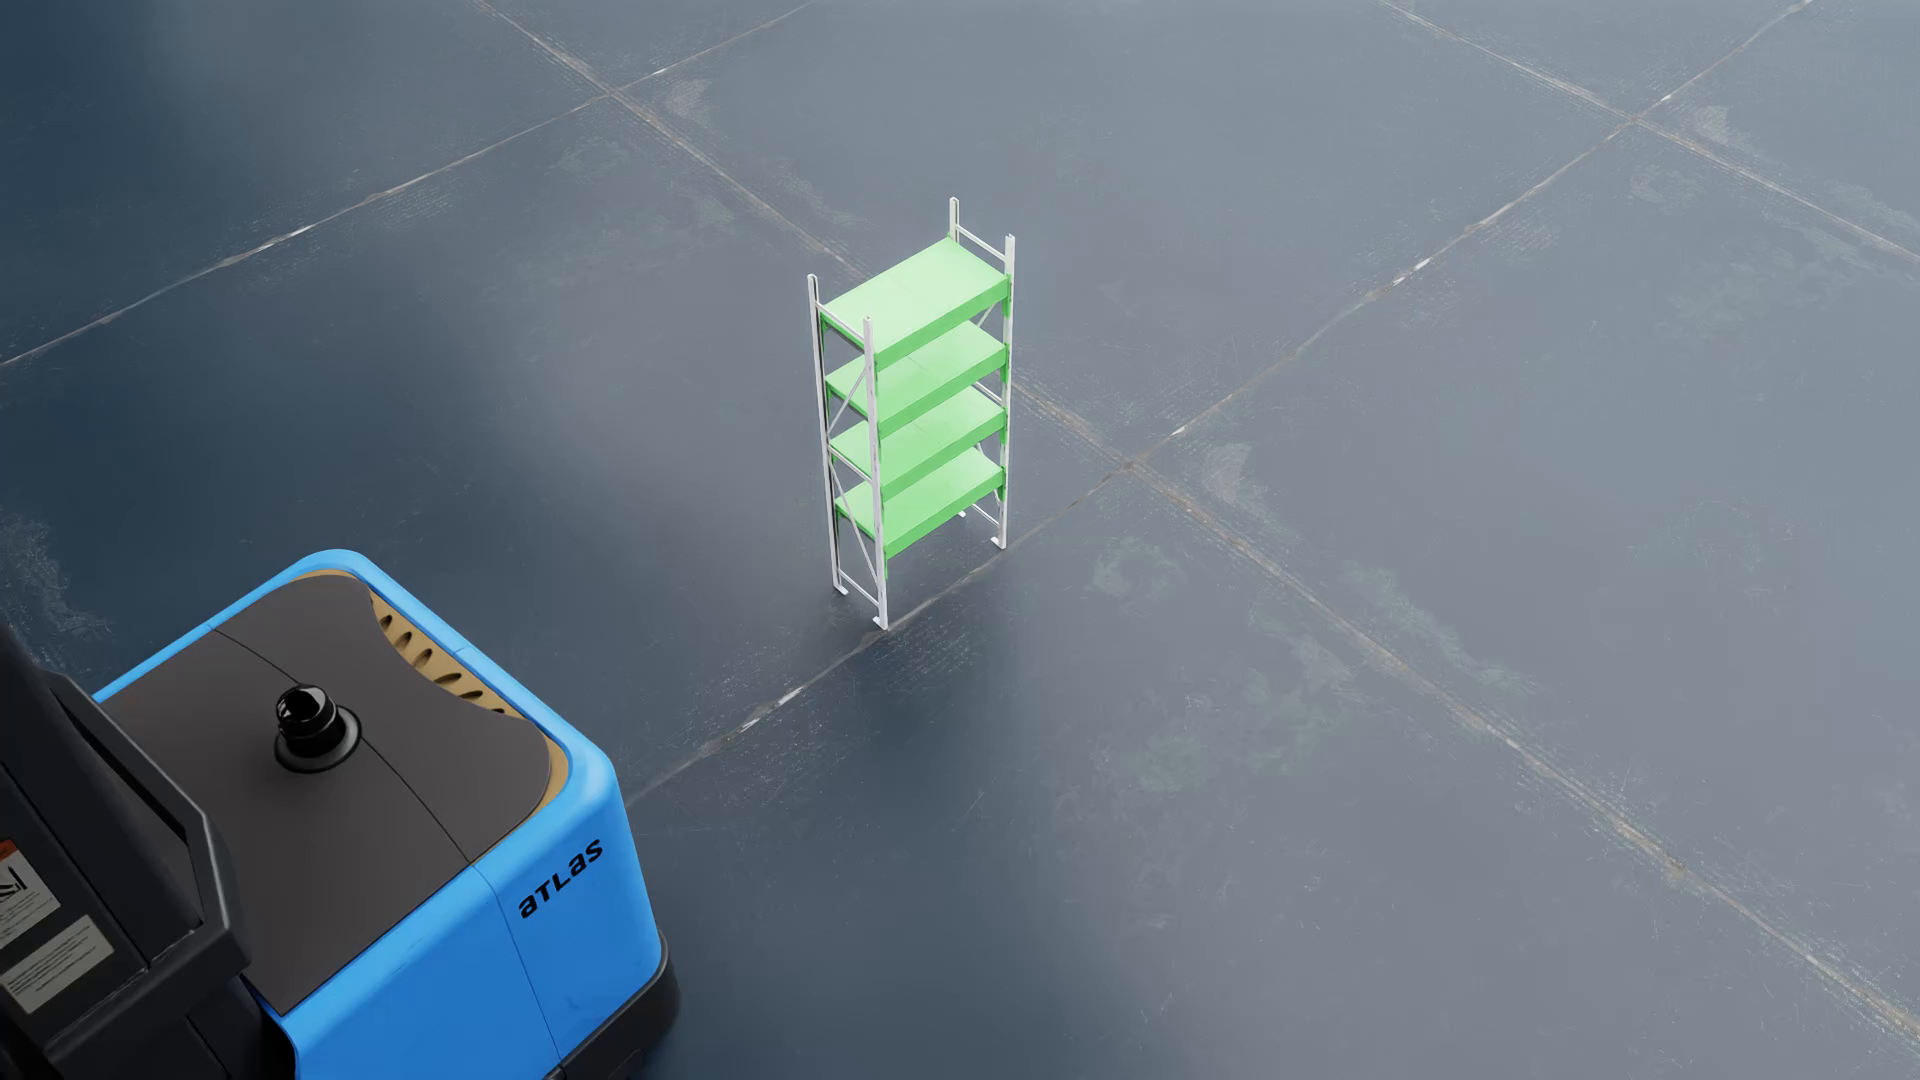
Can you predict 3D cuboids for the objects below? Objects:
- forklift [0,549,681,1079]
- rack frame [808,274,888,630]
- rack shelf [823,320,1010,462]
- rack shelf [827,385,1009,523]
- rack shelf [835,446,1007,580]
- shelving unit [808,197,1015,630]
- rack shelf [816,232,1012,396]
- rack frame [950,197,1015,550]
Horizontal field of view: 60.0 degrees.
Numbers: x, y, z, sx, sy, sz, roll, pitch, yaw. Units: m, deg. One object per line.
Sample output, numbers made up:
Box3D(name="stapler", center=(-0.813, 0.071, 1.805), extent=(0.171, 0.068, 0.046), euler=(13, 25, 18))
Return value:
Box3D(name="forklift", center=(-2.035, 0.778, 2.538), extent=(1.130, 2.935, 3.031), euler=(33, 55, 26))
Box3D(name="rack frame", center=(-0.303, -0.204, 4.622), extent=(0.015, 1.200, 0.240), euler=(-34, 56, -27))
Box3D(name="rack shelf", center=(-0.122, -0.444, 4.604), extent=(0.480, 0.148, 0.258), euler=(-34, 56, -27))
Box3D(name="rack shelf", center=(-0.122, -0.282, 4.780), extent=(0.480, 0.148, 0.258), euler=(-34, 56, -27))
Box3D(name="rack shelf", center=(-0.122, -0.119, 4.957), extent=(0.480, 0.148, 0.258), euler=(-34, 56, -27))
Box3D(name="shelving unit", center=(-0.122, -0.325, 4.734), extent=(0.503, 1.200, 0.258), euler=(-34, 56, -27))
Box3D(name="rack shelf", center=(-0.122, -0.607, 4.428), extent=(0.480, 0.148, 0.258), euler=(-34, 56, -27))
Box3D(name="rack frame", center=(0.058, -0.446, 4.845), extent=(0.015, 1.200, 0.240), euler=(-34, 56, -27))
